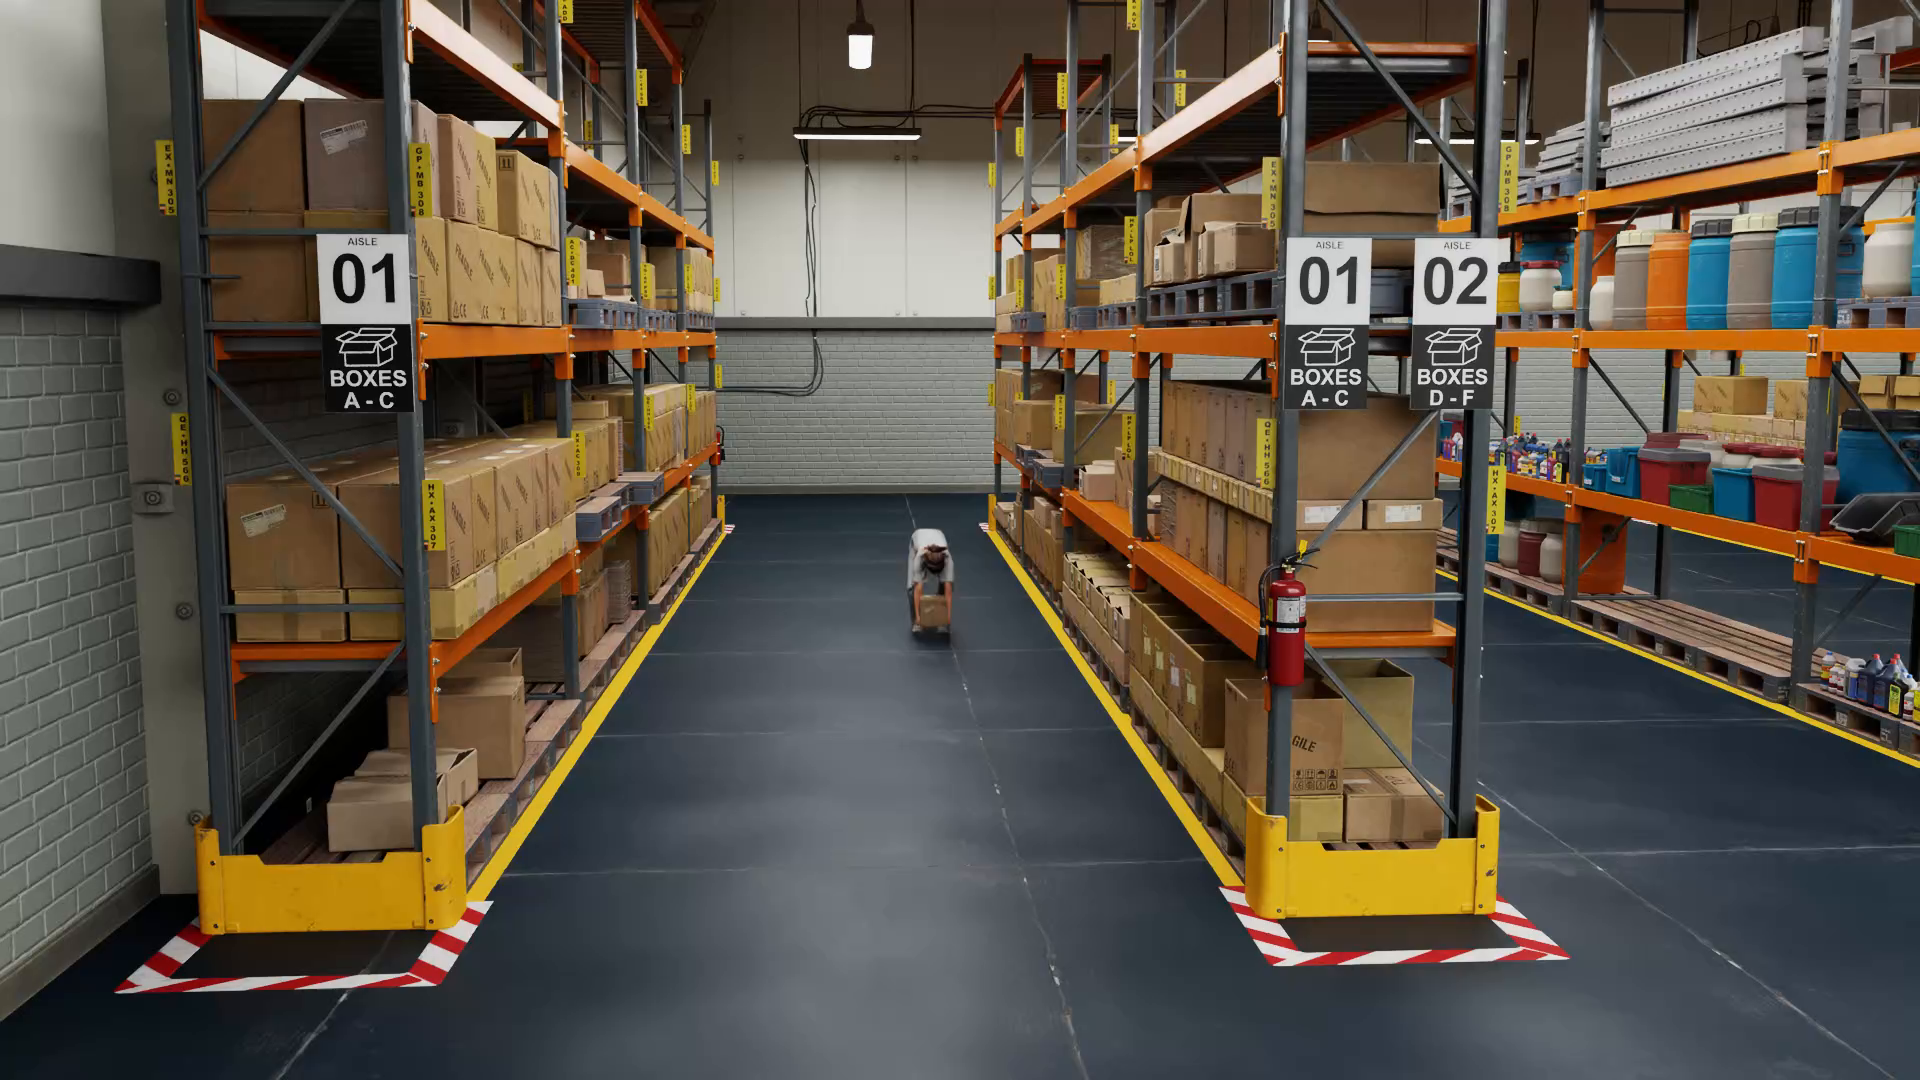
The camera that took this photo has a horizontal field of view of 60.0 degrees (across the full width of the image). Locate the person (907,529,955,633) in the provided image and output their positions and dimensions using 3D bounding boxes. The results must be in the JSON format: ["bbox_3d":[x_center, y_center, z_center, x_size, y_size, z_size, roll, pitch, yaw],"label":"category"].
[{"bbox_3d":[-0.268,0.429,15.416,0.445,0.905,0.858,-1,7,-6],"label":"person"}]
